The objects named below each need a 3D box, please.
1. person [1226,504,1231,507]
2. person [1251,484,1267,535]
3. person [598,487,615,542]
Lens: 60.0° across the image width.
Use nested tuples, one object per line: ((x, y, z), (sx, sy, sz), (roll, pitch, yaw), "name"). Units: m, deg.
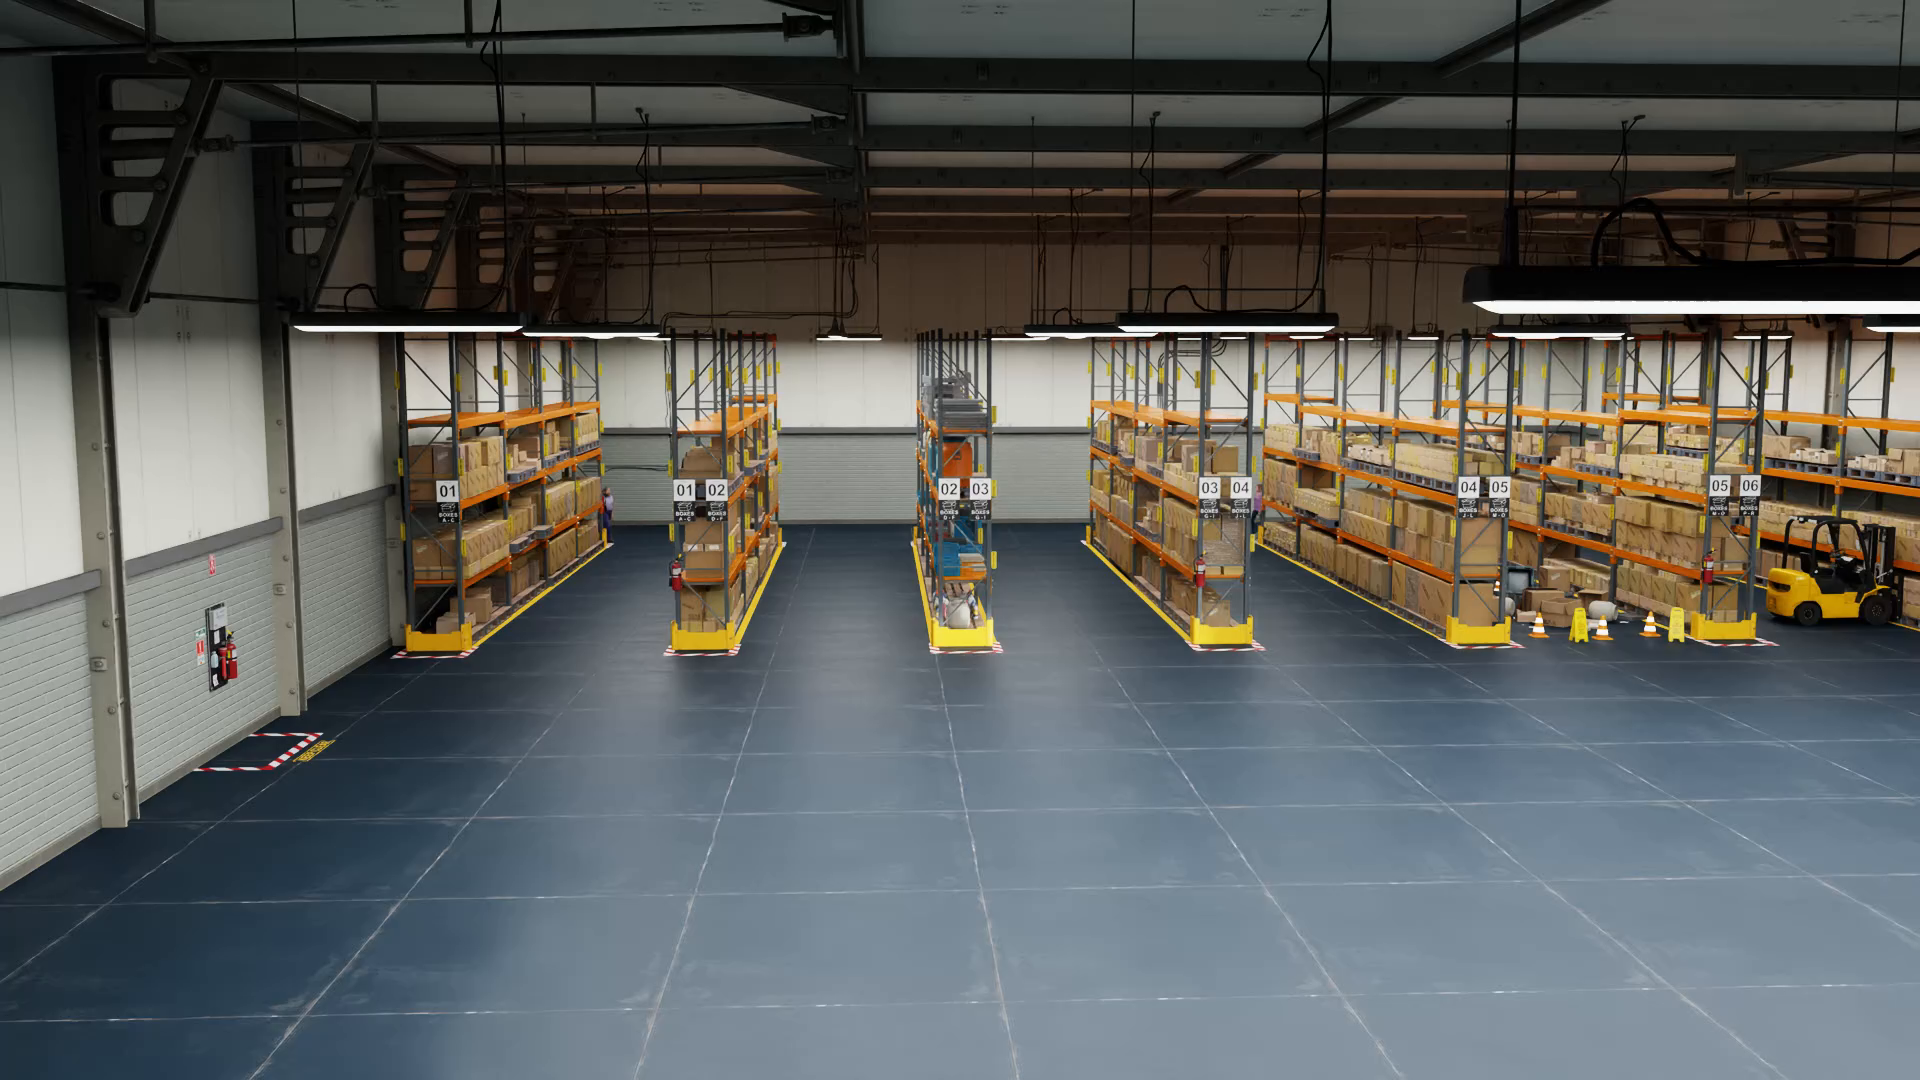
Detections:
((7.466, -0.462, 45.662), (0.703, 1.626, 0.706), (1, 7, 6), "person")
((8.808, -0.837, 49.093), (0.610, 1.644, 0.474), (-4, 8, -29), "person")
((-10.305, -0.763, 48.208), (0.900, 1.599, 0.485), (4, 8, 28), "person")
